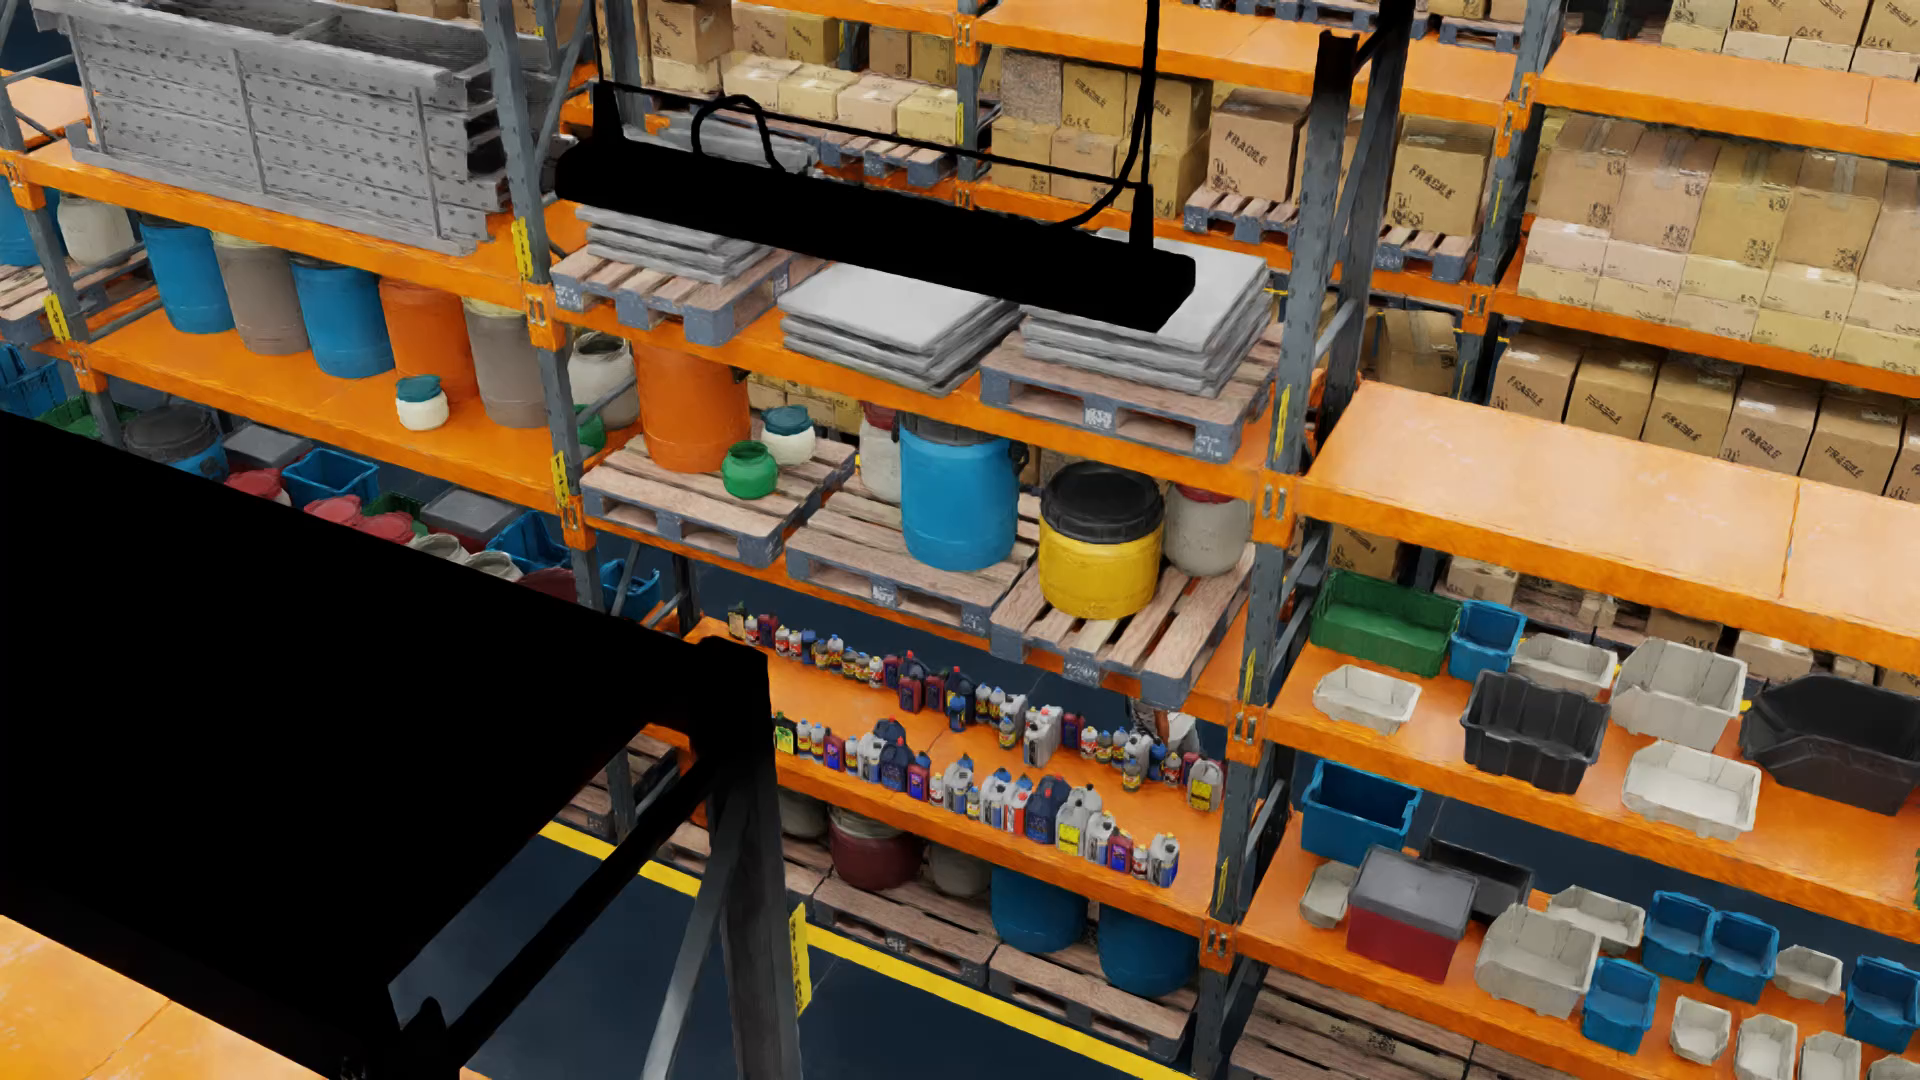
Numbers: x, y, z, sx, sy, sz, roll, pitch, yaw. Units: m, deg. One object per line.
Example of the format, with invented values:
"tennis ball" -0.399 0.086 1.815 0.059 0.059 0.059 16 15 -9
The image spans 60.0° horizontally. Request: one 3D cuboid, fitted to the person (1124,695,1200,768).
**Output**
"person" 1.288 1.172 10.801 1.090 1.583 0.497 18 39 24
